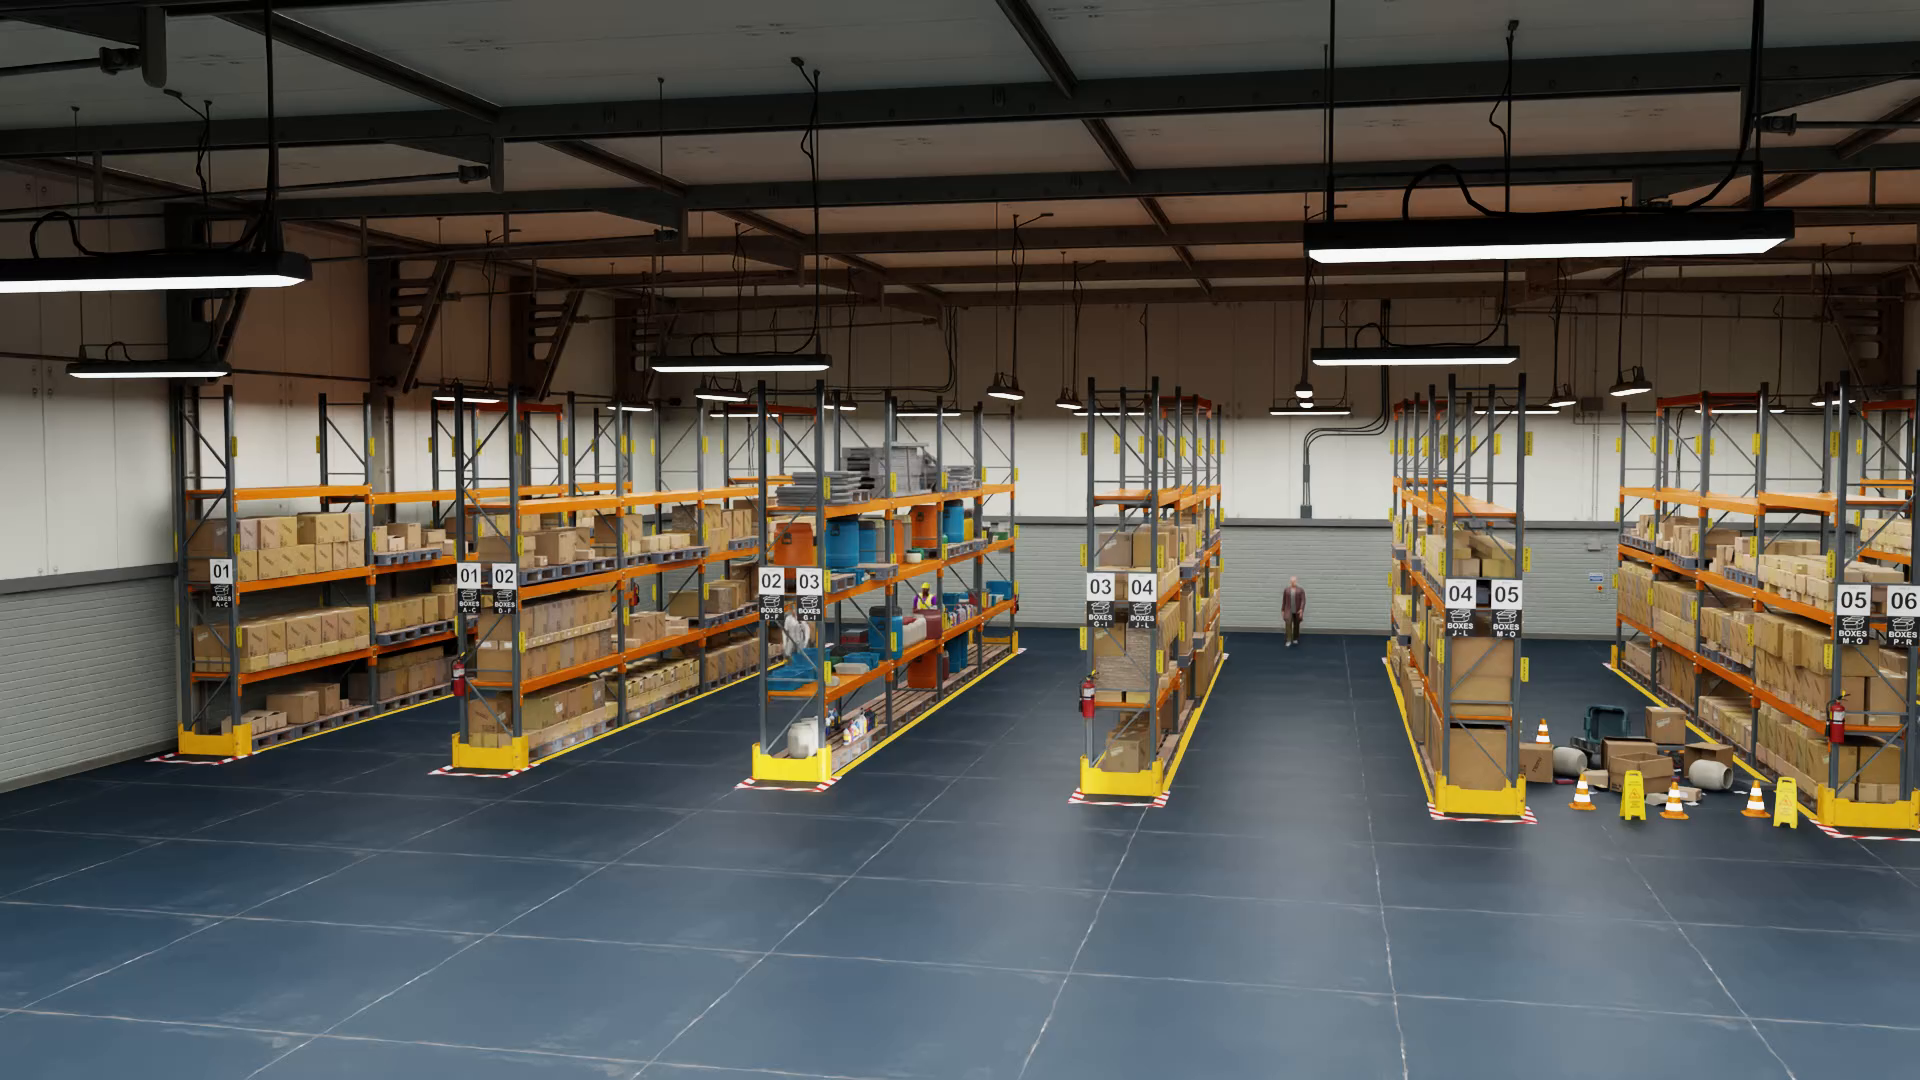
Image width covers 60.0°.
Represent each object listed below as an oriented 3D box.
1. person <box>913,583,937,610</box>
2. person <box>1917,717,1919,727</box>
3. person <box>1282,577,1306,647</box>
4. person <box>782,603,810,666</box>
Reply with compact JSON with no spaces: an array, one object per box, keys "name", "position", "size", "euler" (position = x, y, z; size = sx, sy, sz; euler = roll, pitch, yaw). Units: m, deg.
[{"name":"person","position":[-0.858,1.891,39.898],"size":[0.619,1.727,1.008],"euler":[1,3,12]},{"name":"person","position":[14.949,2.751,25.365],"size":[0.631,1.676,0.789],"euler":[1,3,12]},{"name":"person","position":[8.346,1.787,41.544],"size":[0.575,1.717,1.099],"euler":[0,3,7]},{"name":"person","position":[-3.469,2.110,35.116],"size":[0.583,1.584,0.670],"euler":[0,3,5]}]
